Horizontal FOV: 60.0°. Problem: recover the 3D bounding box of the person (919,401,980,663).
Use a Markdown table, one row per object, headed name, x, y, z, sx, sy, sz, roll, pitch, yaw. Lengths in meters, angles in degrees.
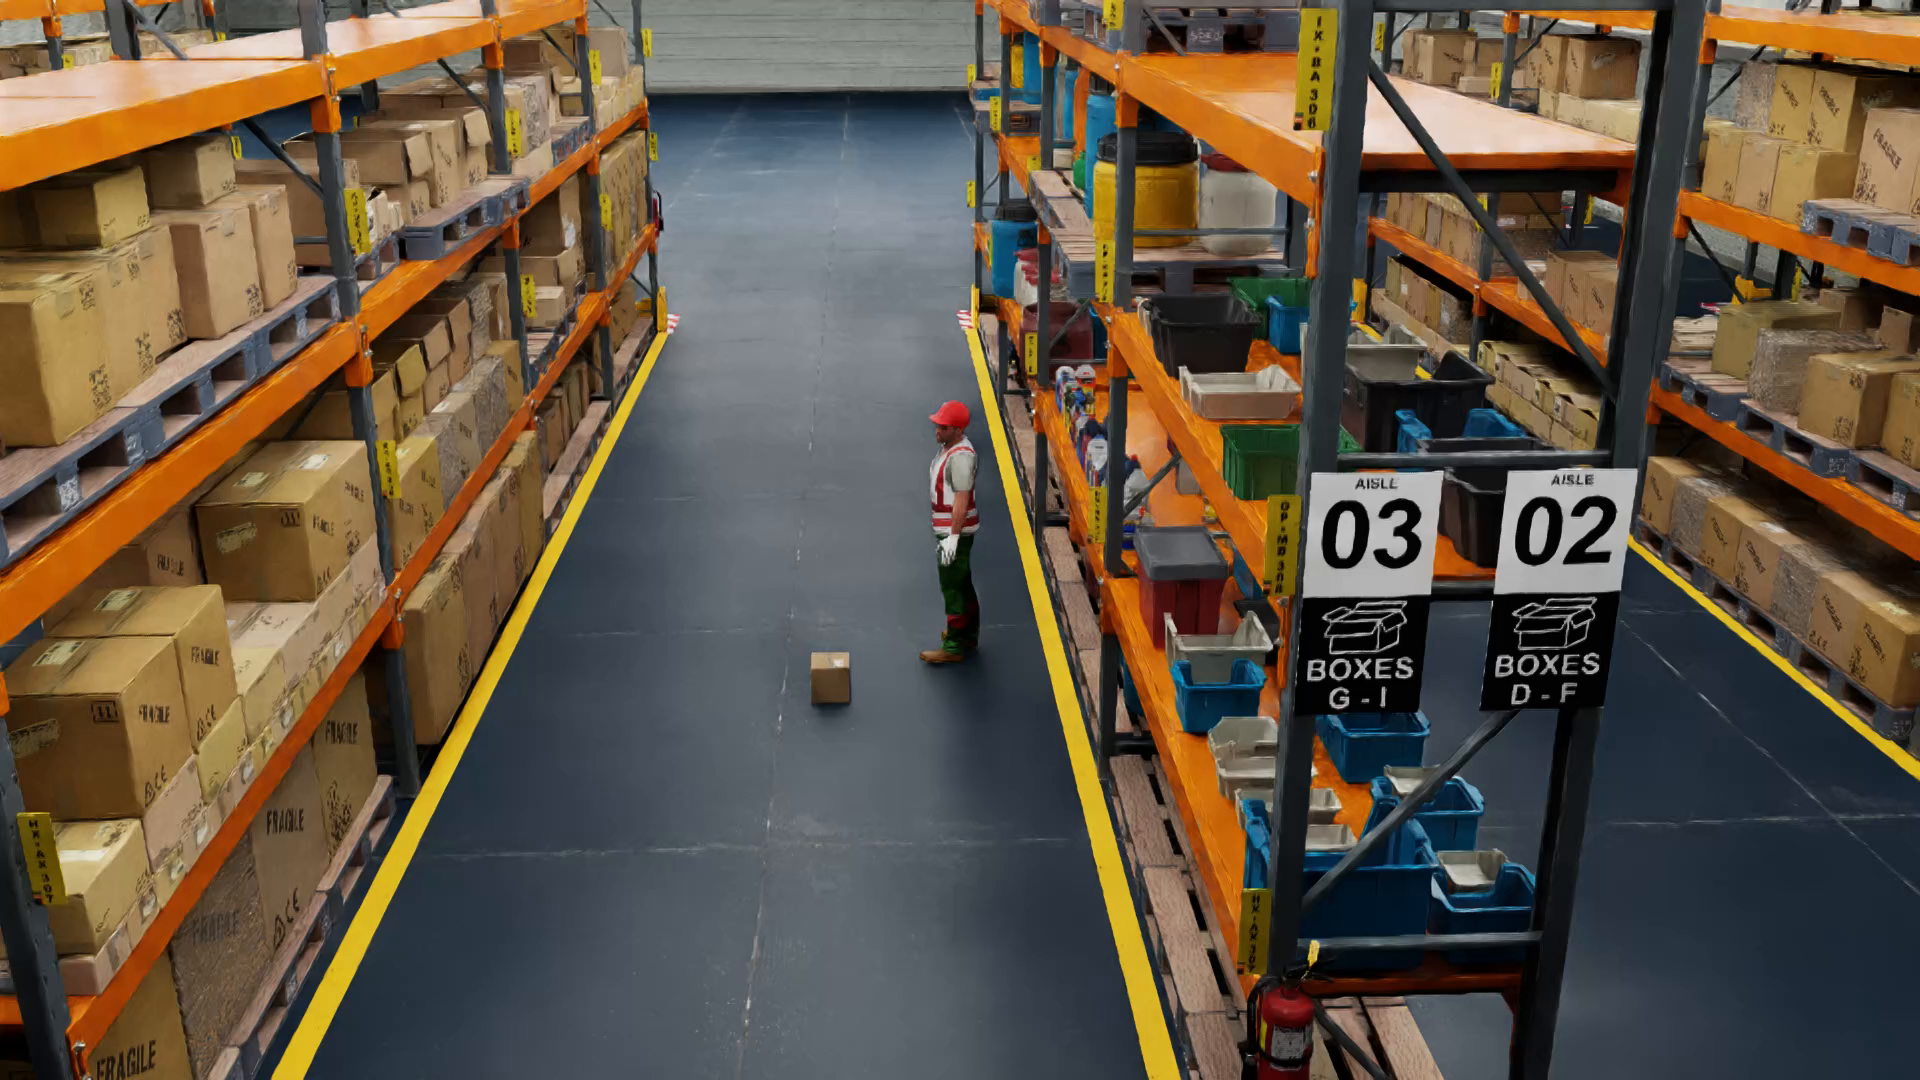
| name | x | y | z | sx | sy | sz | roll | pitch | yaw |
| --- | --- | --- | --- | --- | --- | --- | --- | --- | --- |
| person | -0.066 | -0.055 | 11.123 | 0.445 | 1.792 | 0.664 | -2 | 20 | -6 |
